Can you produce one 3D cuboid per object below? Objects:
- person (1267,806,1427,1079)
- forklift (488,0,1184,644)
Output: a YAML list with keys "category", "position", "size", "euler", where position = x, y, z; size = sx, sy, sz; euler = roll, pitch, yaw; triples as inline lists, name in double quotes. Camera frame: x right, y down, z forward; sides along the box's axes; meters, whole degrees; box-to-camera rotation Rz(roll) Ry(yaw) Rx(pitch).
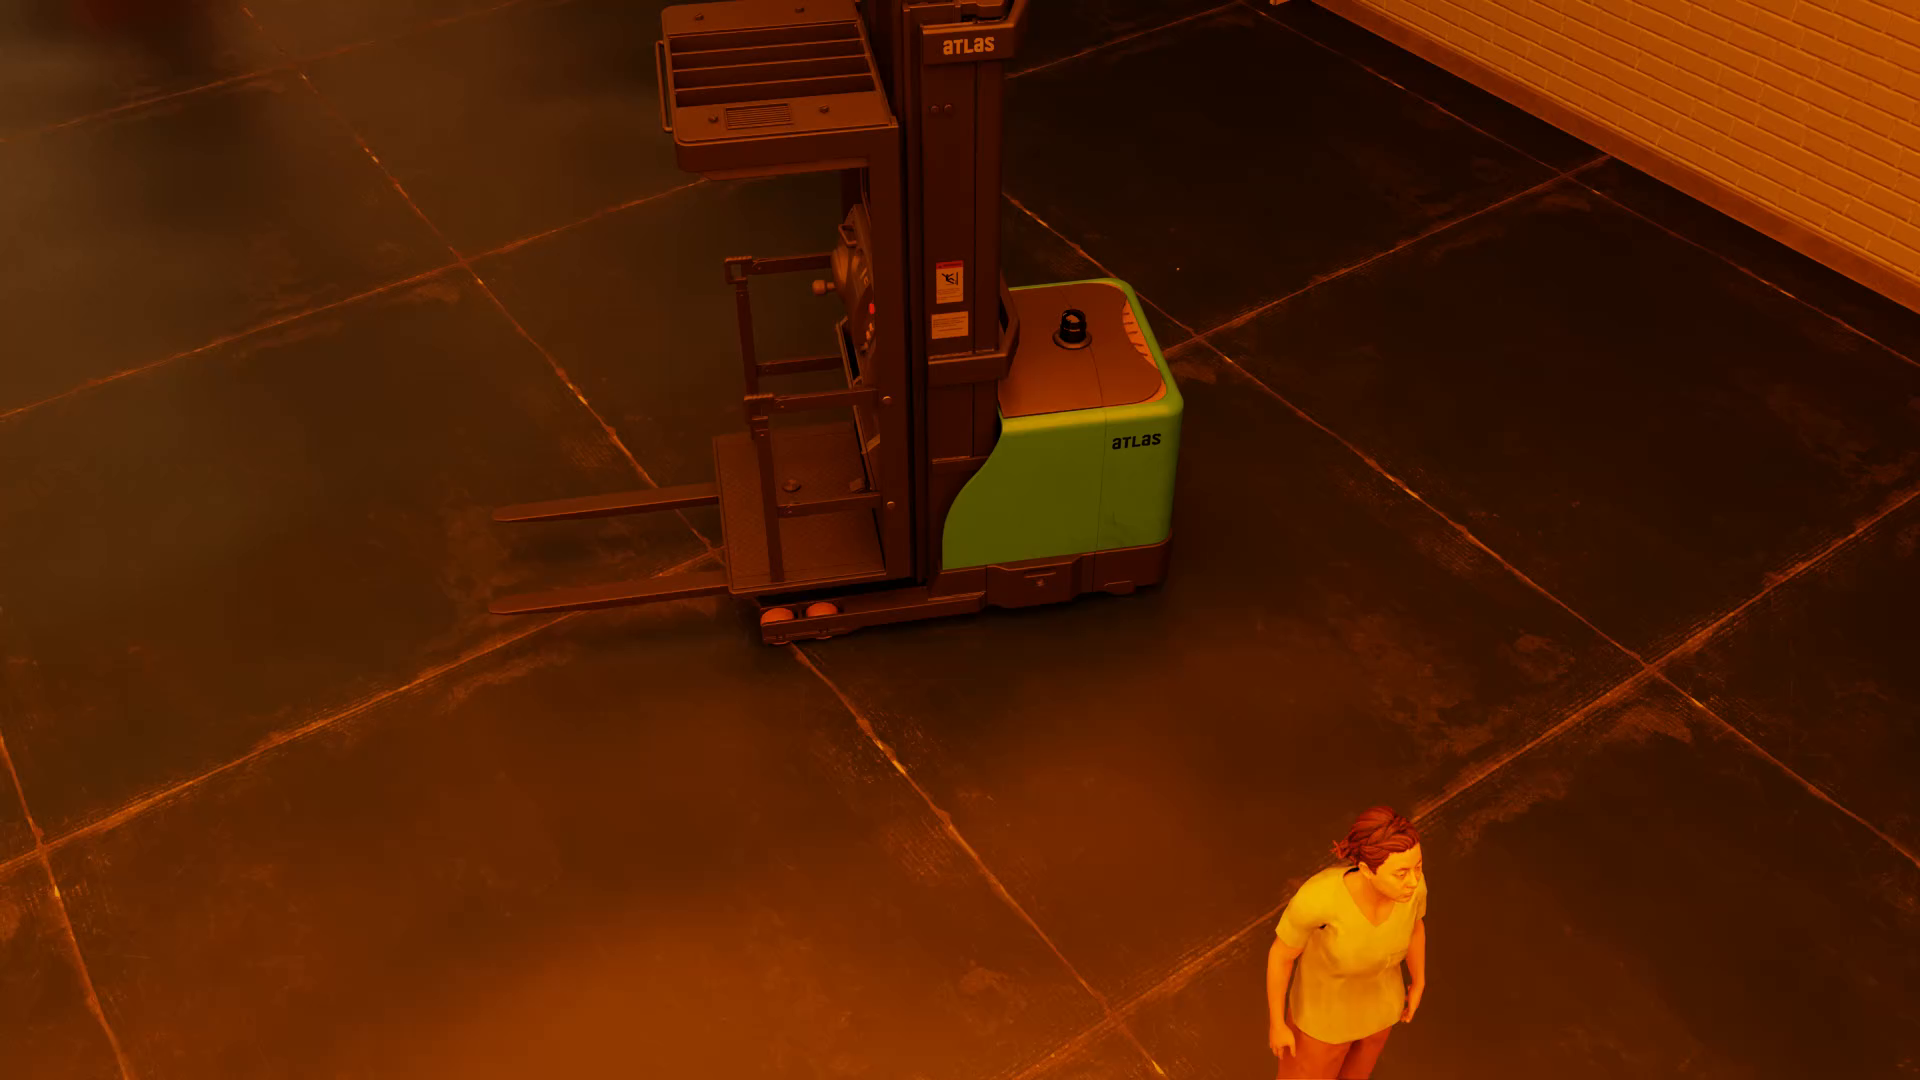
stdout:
- category: "person"
  position: [1.188, 1.476, 5.030]
  size: [0.554, 1.673, 0.548]
  euler: [-14, 44, -14]
- category: "forklift"
  position: [-0.612, -1.004, 6.804]
  size: [3.031, 2.935, 1.130]
  euler: [-7, 43, -7]
